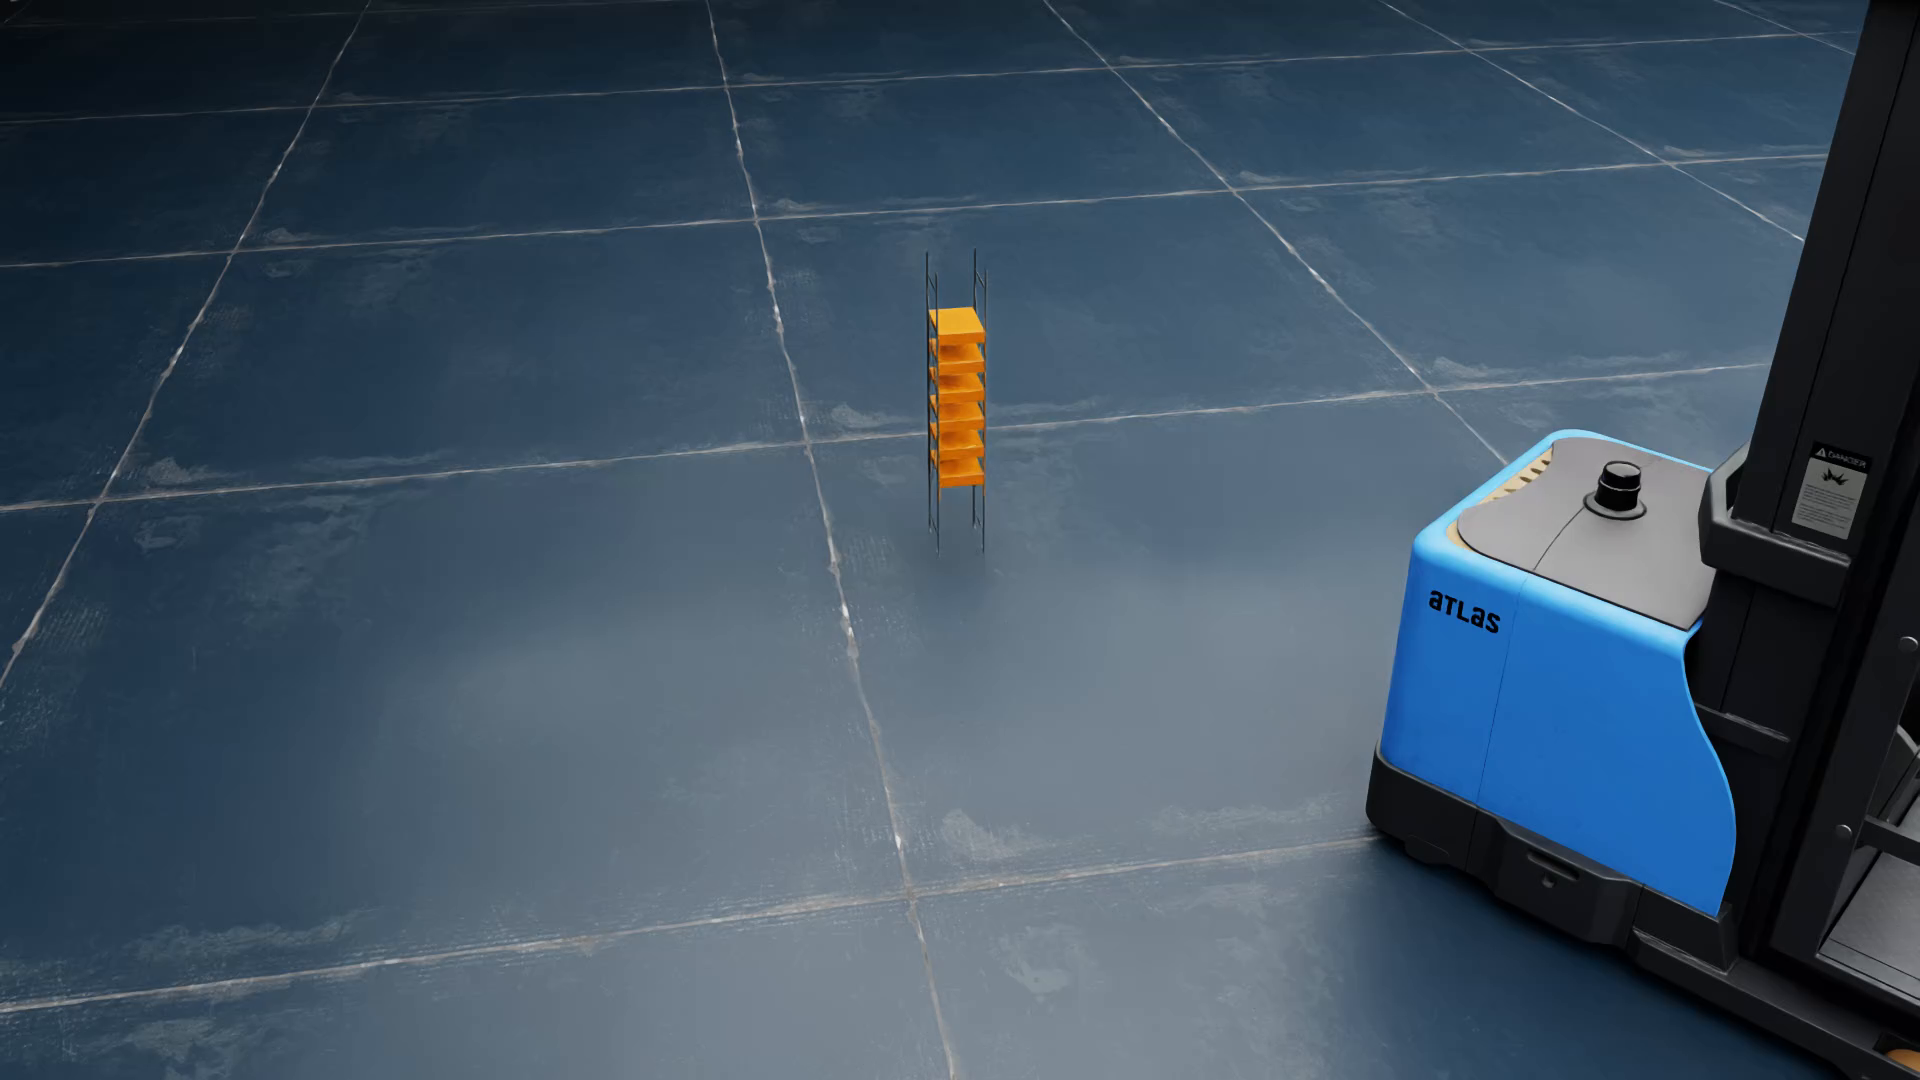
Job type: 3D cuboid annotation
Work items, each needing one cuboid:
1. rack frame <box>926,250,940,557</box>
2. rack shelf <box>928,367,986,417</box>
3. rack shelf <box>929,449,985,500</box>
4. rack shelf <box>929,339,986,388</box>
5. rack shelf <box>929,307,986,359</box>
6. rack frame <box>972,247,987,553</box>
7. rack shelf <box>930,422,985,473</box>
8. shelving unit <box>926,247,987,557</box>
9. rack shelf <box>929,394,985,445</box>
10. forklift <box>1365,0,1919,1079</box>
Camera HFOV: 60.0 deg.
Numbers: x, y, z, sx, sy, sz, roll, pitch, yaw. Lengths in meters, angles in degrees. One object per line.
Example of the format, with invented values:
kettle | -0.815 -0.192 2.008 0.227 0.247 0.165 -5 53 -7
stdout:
rack frame | -0.104 -0.508 6.429 0.006 1.200 0.240 -5 31 -9
rack shelf | -0.014 -0.581 6.405 0.180 0.103 0.258 -5 31 -9
rack shelf | -0.014 -0.271 6.588 0.180 0.103 0.258 -5 31 -9
rack shelf | -0.014 -0.684 6.344 0.180 0.103 0.258 -5 31 -9
rack shelf | -0.014 -0.788 6.284 0.180 0.103 0.258 -5 31 -9
rack frame | 0.076 -0.524 6.458 0.006 1.200 0.240 -5 31 -9
rack shelf | -0.014 -0.374 6.527 0.180 0.103 0.258 -5 31 -9
shelving unit | -0.014 -0.516 6.444 0.189 1.200 0.258 -5 31 -9
rack shelf | -0.014 -0.478 6.466 0.180 0.103 0.258 -5 31 -9
forklift | 2.690 -0.028 3.906 3.031 2.935 1.130 25 38 35
